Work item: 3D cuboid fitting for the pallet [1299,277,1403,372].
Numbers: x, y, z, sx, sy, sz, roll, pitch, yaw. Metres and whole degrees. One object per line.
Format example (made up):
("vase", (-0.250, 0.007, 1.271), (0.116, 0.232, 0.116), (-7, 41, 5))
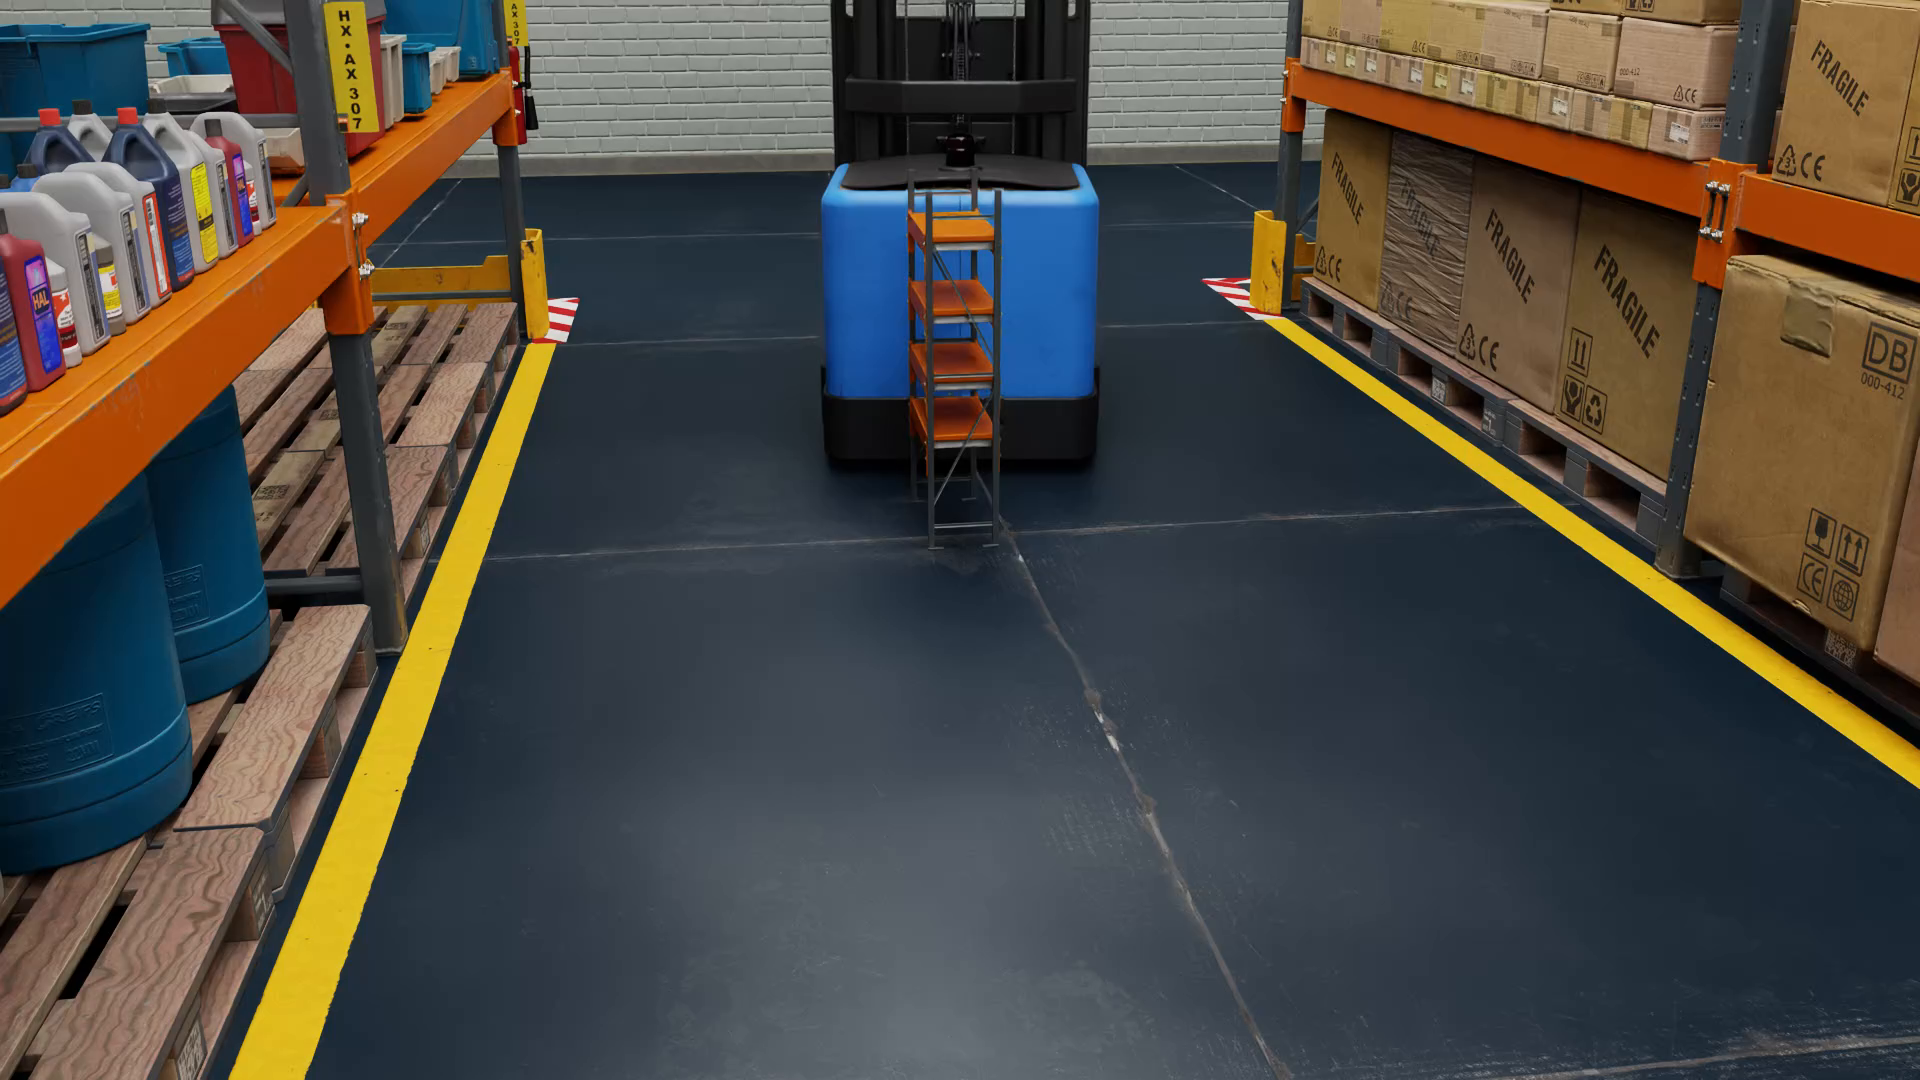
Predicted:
("pallet", (2.397, -1.121, 8.417), (1.003, 0.211, 1.213), (-3, 21, -8))

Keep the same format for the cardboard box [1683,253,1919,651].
("cardboard box", (2.893, -0.297, 4.660), (1.225, 0.875, 0.875), (-3, 21, -8))

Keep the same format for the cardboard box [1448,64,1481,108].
("cardboard box", (2.192, -1.820, 6.662), (0.380, 0.149, 0.250), (-3, 21, -7))

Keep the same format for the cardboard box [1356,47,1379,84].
("cardboard box", (2.043, -2.176, 7.614), (0.380, 0.149, 0.250), (-3, 21, -9))

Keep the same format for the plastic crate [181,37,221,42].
("plastic crate", (-2.797, -1.843, 6.516), (0.416, 0.233, 0.300), (-3, 21, -8))

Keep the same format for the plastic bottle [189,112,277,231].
("plastic bottle", (-1.744, -0.888, 3.983), (0.152, 0.276, 0.135), (-3, 21, -8))

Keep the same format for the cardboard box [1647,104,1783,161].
("cardboard box", (2.413, -1.287, 5.234), (0.380, 0.149, 0.250), (-3, 21, -7))

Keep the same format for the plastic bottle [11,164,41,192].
("plastic bottle", (-1.739, -0.572, 3.144), (0.097, 0.271, 0.097), (0, 20, 0))

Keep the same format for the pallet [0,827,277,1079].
("pallet", (-1.871, 0.933, 2.917), (1.003, 0.211, 1.213), (-3, 21, -8))

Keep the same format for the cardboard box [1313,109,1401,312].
("cardboard box", (2.376, -1.685, 8.376), (0.875, 0.875, 0.875), (-3, 21, -8))

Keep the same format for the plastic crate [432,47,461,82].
("plastic crate", (-2.400, -2.082, 7.295), (0.396, 0.136, 0.243), (-3, 21, -8))

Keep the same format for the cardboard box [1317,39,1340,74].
("cardboard box", (1.967, -2.355, 8.093), (0.380, 0.149, 0.250), (-3, 21, -9))

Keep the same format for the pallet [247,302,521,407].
("pallet", (-2.616, -0.857, 7.709), (1.003, 0.211, 1.213), (-3, 21, -8))

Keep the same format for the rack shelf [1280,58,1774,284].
("rack shelf", (2.493, -1.671, 6.932), (1.077, 0.370, 4.000), (-3, 21, -8))

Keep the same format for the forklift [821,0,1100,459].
("forklift", (0.003, -2.142, 7.263), (1.130, 2.935, 3.031), (0, 20, 0))

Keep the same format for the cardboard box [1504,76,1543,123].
("cardboard box", (2.264, -1.643, 6.188), (0.380, 0.149, 0.250), (-3, 21, -7))

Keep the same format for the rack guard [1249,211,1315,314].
("rack guard", (2.201, -1.538, 9.120), (1.175, 0.500, 0.348), (-3, 21, -8))

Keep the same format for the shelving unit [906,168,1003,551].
("shelving unit", (-0.024, -0.619, 5.660), (0.258, 1.200, 0.503), (-3, 21, -8))

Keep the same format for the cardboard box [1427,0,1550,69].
("cardboard box", (2.237, -2.056, 6.722), (0.500, 0.250, 0.500), (-3, 21, -9))

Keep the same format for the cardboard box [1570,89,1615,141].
("cardboard box", (2.339, -1.465, 5.711), (0.380, 0.149, 0.250), (-3, 21, -9))

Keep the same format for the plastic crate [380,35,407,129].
("plastic crate", (-2.158, -1.577, 5.734), (0.437, 0.282, 0.530), (-3, 21, -8))

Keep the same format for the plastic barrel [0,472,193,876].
("plastic barrel", (-1.957, 0.155, 3.414), (0.600, 0.901, 0.708), (-3, 21, -8))

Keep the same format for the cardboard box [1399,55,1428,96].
("cardboard box", (2.117, -1.998, 7.139), (0.380, 0.149, 0.250), (-3, 21, -8))

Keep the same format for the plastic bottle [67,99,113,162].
("plastic bottle", (-1.807, -0.734, 3.464), (0.144, 0.351, 0.185), (-3, 21, -8))

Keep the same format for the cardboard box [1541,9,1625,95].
("cardboard box", (2.381, -1.704, 5.779), (0.500, 0.250, 0.500), (-2, 21, -6))

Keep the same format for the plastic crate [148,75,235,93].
("plastic crate", (-2.669, -1.558, 5.892), (0.293, 0.136, 0.466), (-3, 21, -8))

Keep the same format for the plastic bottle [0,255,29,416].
("plastic bottle", (-1.505, -0.360, 2.463), (0.144, 0.351, 0.185), (-3, 21, -8))

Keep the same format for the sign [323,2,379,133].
("sign", (-1.576, -1.223, 4.307), (0.100, 0.325, 0.005), (-3, 21, -8))

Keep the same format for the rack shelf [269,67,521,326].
("rack shelf", (-2.409, -1.421, 6.263), (1.077, 0.370, 4.000), (-3, 21, -8))

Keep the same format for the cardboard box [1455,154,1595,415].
("cardboard box", (2.635, -1.061, 6.707), (0.875, 0.875, 0.875), (-3, 21, -8))

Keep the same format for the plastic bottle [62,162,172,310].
("plastic bottle", (-1.618, -0.587, 3.177), (0.152, 0.276, 0.135), (-3, 21, -8))

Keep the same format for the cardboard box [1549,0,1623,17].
("cardboard box", (2.382, -2.056, 5.650), (0.500, 0.500, 0.500), (-3, 21, -7))

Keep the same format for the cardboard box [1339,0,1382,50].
("cardboard box", (2.088, -2.410, 7.672), (0.500, 0.250, 0.500), (-3, 21, -8))

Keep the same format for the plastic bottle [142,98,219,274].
("plastic bottle", (-1.664, -0.741, 3.484), (0.144, 0.351, 0.185), (-3, 21, -8))

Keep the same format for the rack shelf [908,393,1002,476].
("rack shelf", (-0.024, -0.370, 5.753), (0.258, 0.148, 0.480), (-3, 21, -8))

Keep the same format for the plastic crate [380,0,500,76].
("plastic crate", (-2.464, -2.389, 7.689), (0.616, 0.435, 0.499), (-3, 21, -8))

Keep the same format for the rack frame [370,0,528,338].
("rack frame", (-2.697, -2.451, 7.991), (1.000, 3.000, 0.127), (-3, 21, -8))

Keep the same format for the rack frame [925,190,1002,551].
("rack frame", (0.011, -0.535, 5.433), (0.240, 1.200, 0.015), (-3, 21, -8))

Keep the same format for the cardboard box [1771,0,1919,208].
("cardboard box", (2.600, -1.191, 4.474), (0.500, 0.500, 0.500), (-3, 21, -8))

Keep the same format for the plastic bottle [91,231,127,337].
("plastic bottle", (-1.555, -0.466, 2.961), (0.097, 0.201, 0.097), (0, 20, 0))

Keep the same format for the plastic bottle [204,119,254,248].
("plastic bottle", (-1.665, -0.813, 3.773), (0.061, 0.283, 0.133), (-3, 21, -8))

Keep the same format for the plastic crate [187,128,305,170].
("plastic crate", (-2.046, -1.139, 4.769), (0.396, 0.136, 0.243), (-3, 21, -8))

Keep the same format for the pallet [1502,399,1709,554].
("pallet", (2.749, -0.277, 6.155), (1.003, 0.211, 1.213), (-3, 21, -8))

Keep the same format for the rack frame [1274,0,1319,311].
("rack frame", (2.204, -2.701, 8.660), (1.000, 3.000, 0.127), (-3, 21, -8))

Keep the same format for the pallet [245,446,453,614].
("pallet", (-2.265, -0.012, 5.447), (1.003, 0.211, 1.213), (-3, 21, -8))

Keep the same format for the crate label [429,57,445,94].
("crate label", (-2.308, -1.886, 6.770), (0.396, 0.136, 0.243), (-3, 21, -8))

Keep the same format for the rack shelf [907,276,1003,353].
("rack shelf", (-0.024, -0.766, 5.605), (0.258, 0.148, 0.480), (-3, 21, -8))

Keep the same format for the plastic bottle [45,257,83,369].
("plastic bottle", (-1.522, -0.386, 2.746), (0.097, 0.201, 0.097), (0, 20, 0))
